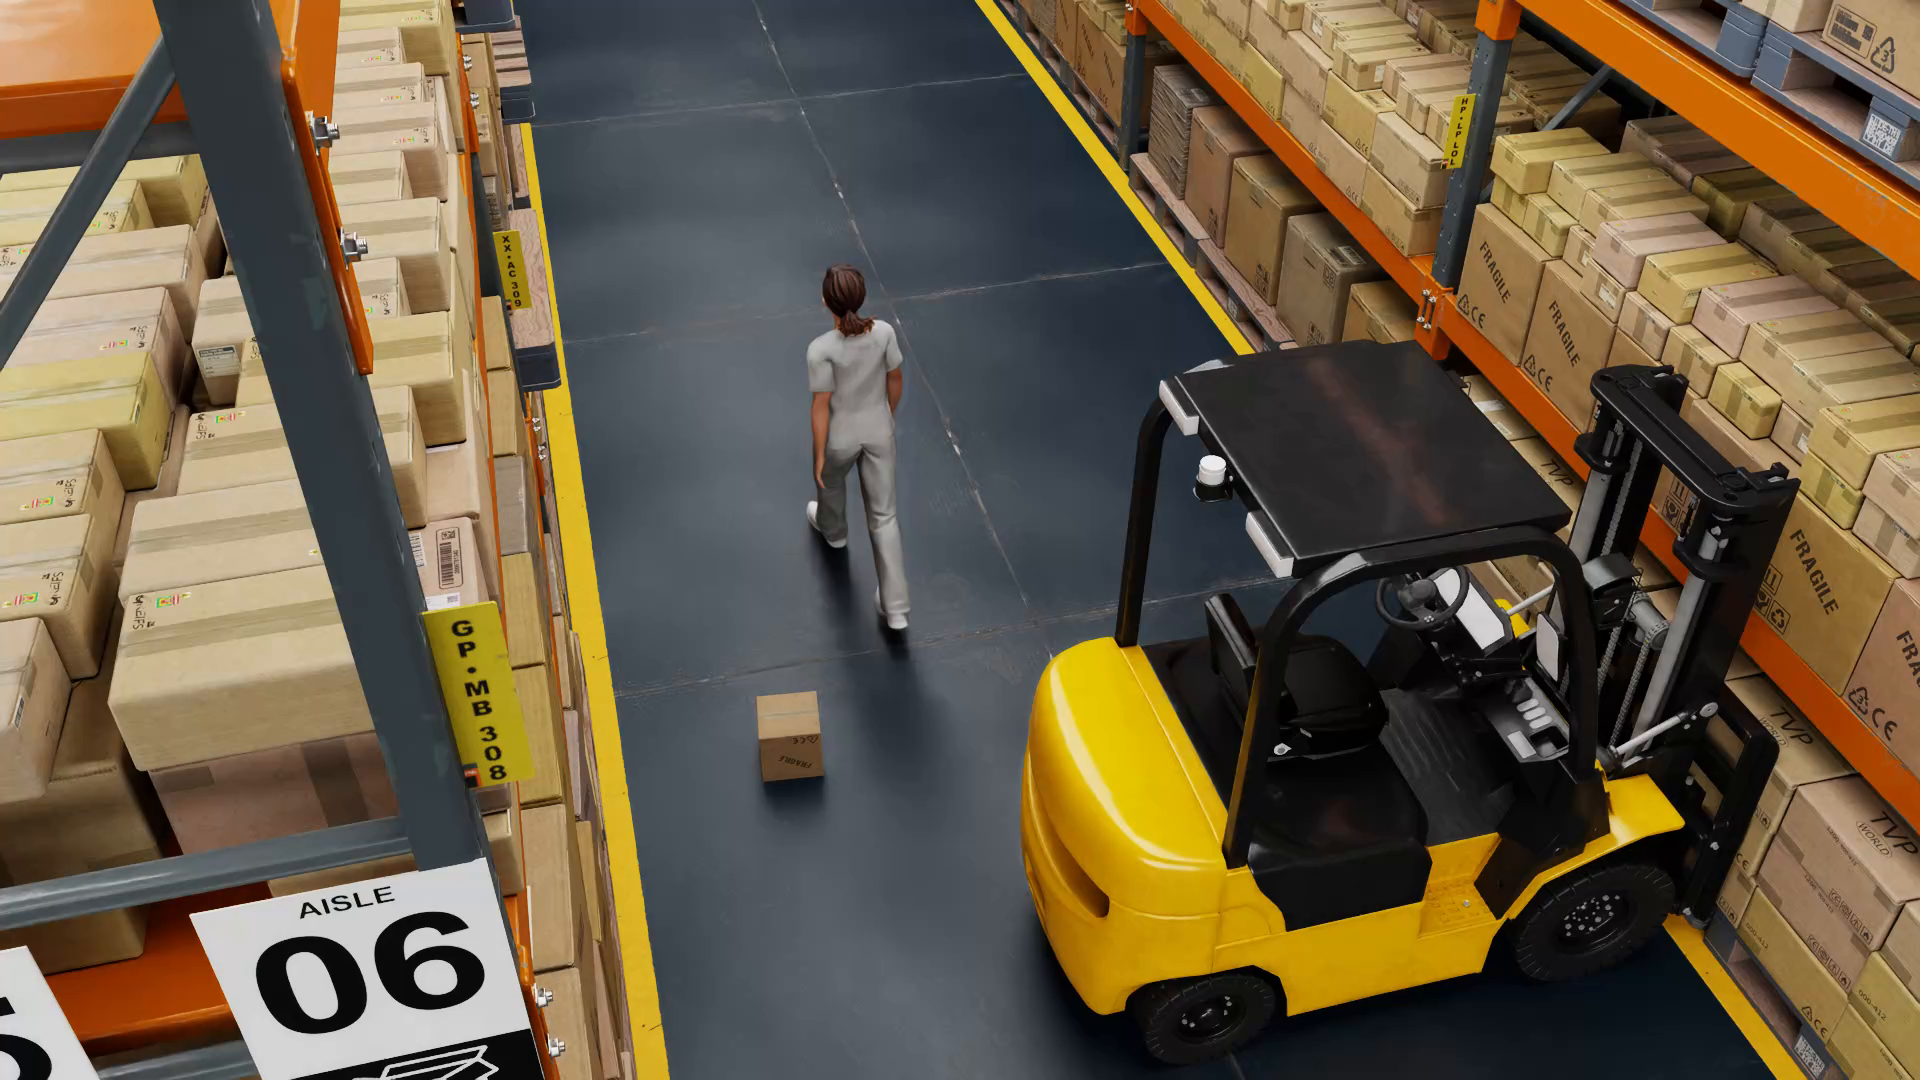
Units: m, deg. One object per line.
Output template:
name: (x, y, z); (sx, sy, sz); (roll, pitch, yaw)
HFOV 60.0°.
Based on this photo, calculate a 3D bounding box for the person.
person: (-0.451, -0.467, 7.324); (0.465, 1.614, 1.056); (-13, 40, -16)
